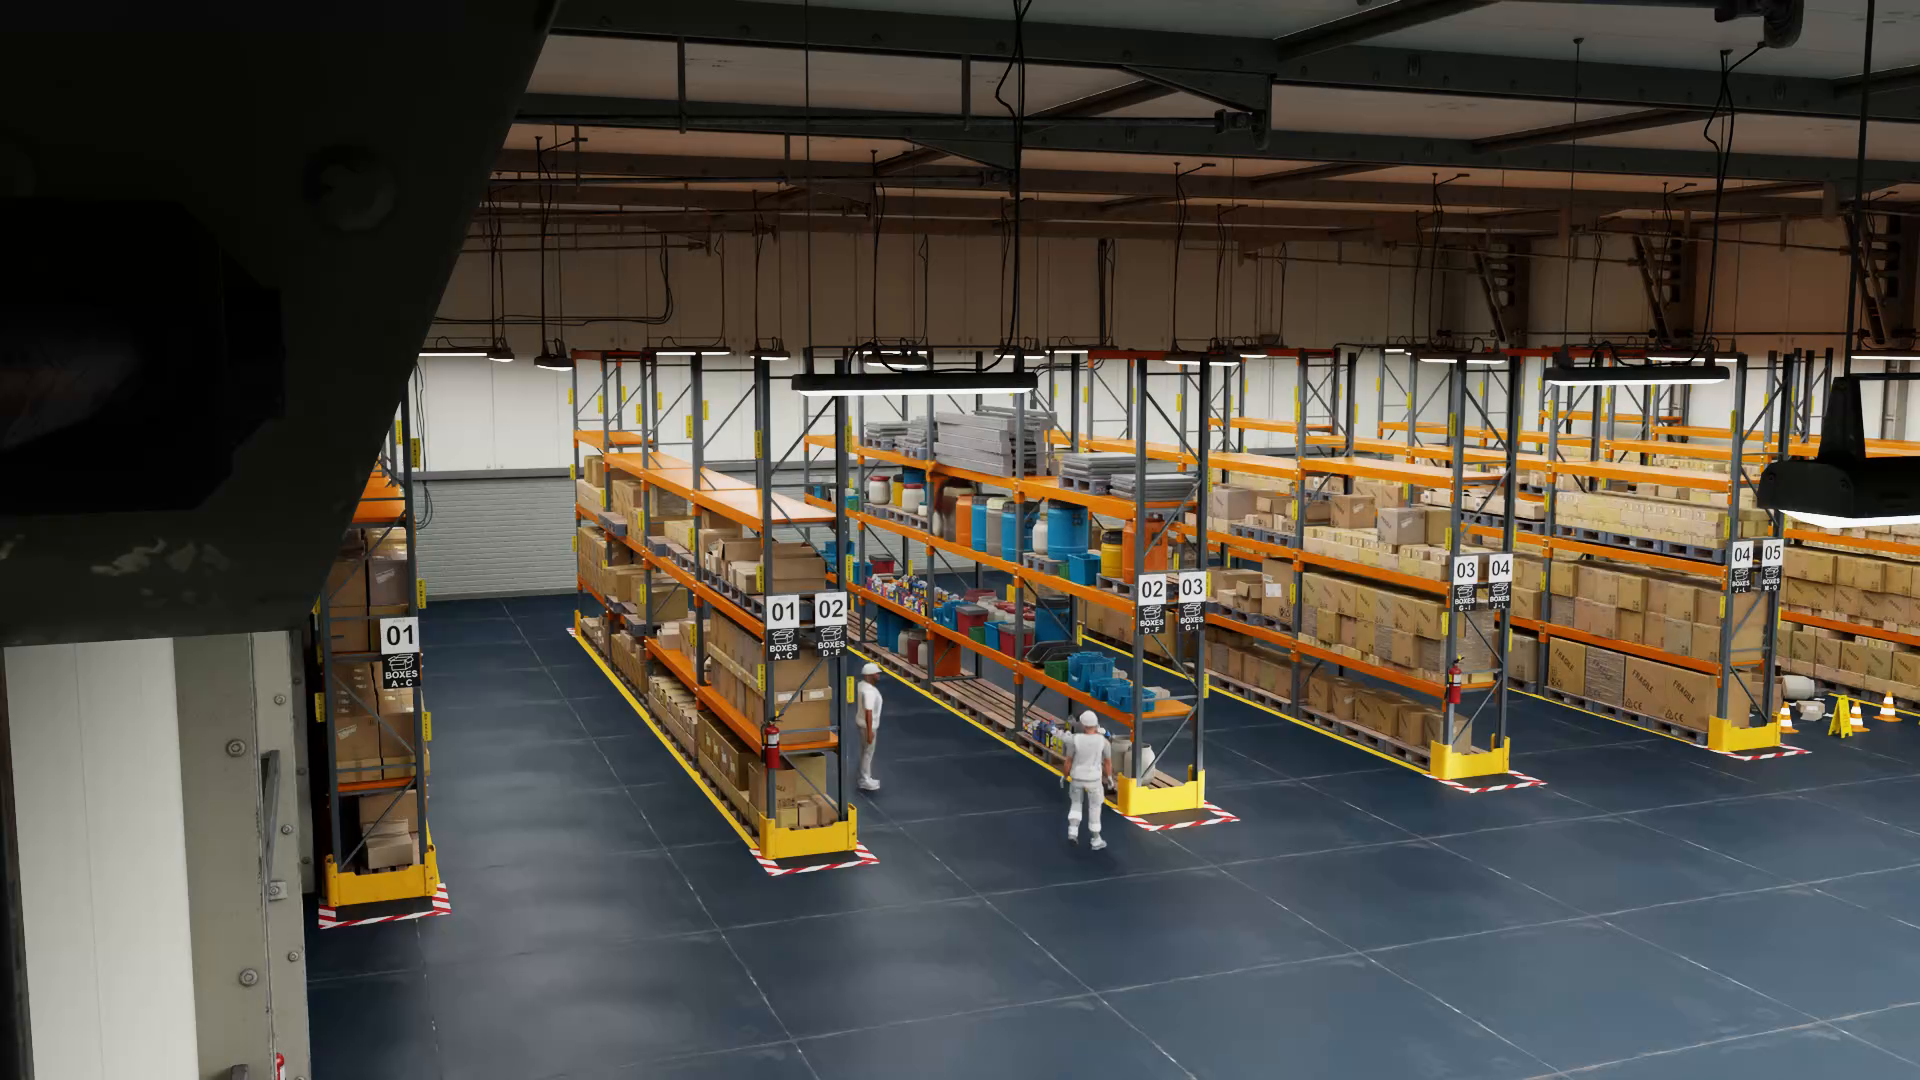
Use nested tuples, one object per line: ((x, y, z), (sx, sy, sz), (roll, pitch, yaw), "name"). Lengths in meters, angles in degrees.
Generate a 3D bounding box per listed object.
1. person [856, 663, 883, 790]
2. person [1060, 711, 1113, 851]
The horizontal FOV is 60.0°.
((-1.256, 2.581, 23.143), (0.375, 1.767, 0.671), (-1, 7, -11), "person")
((1.544, 2.927, 20.348), (0.632, 1.776, 0.567), (3, 8, 21), "person")
